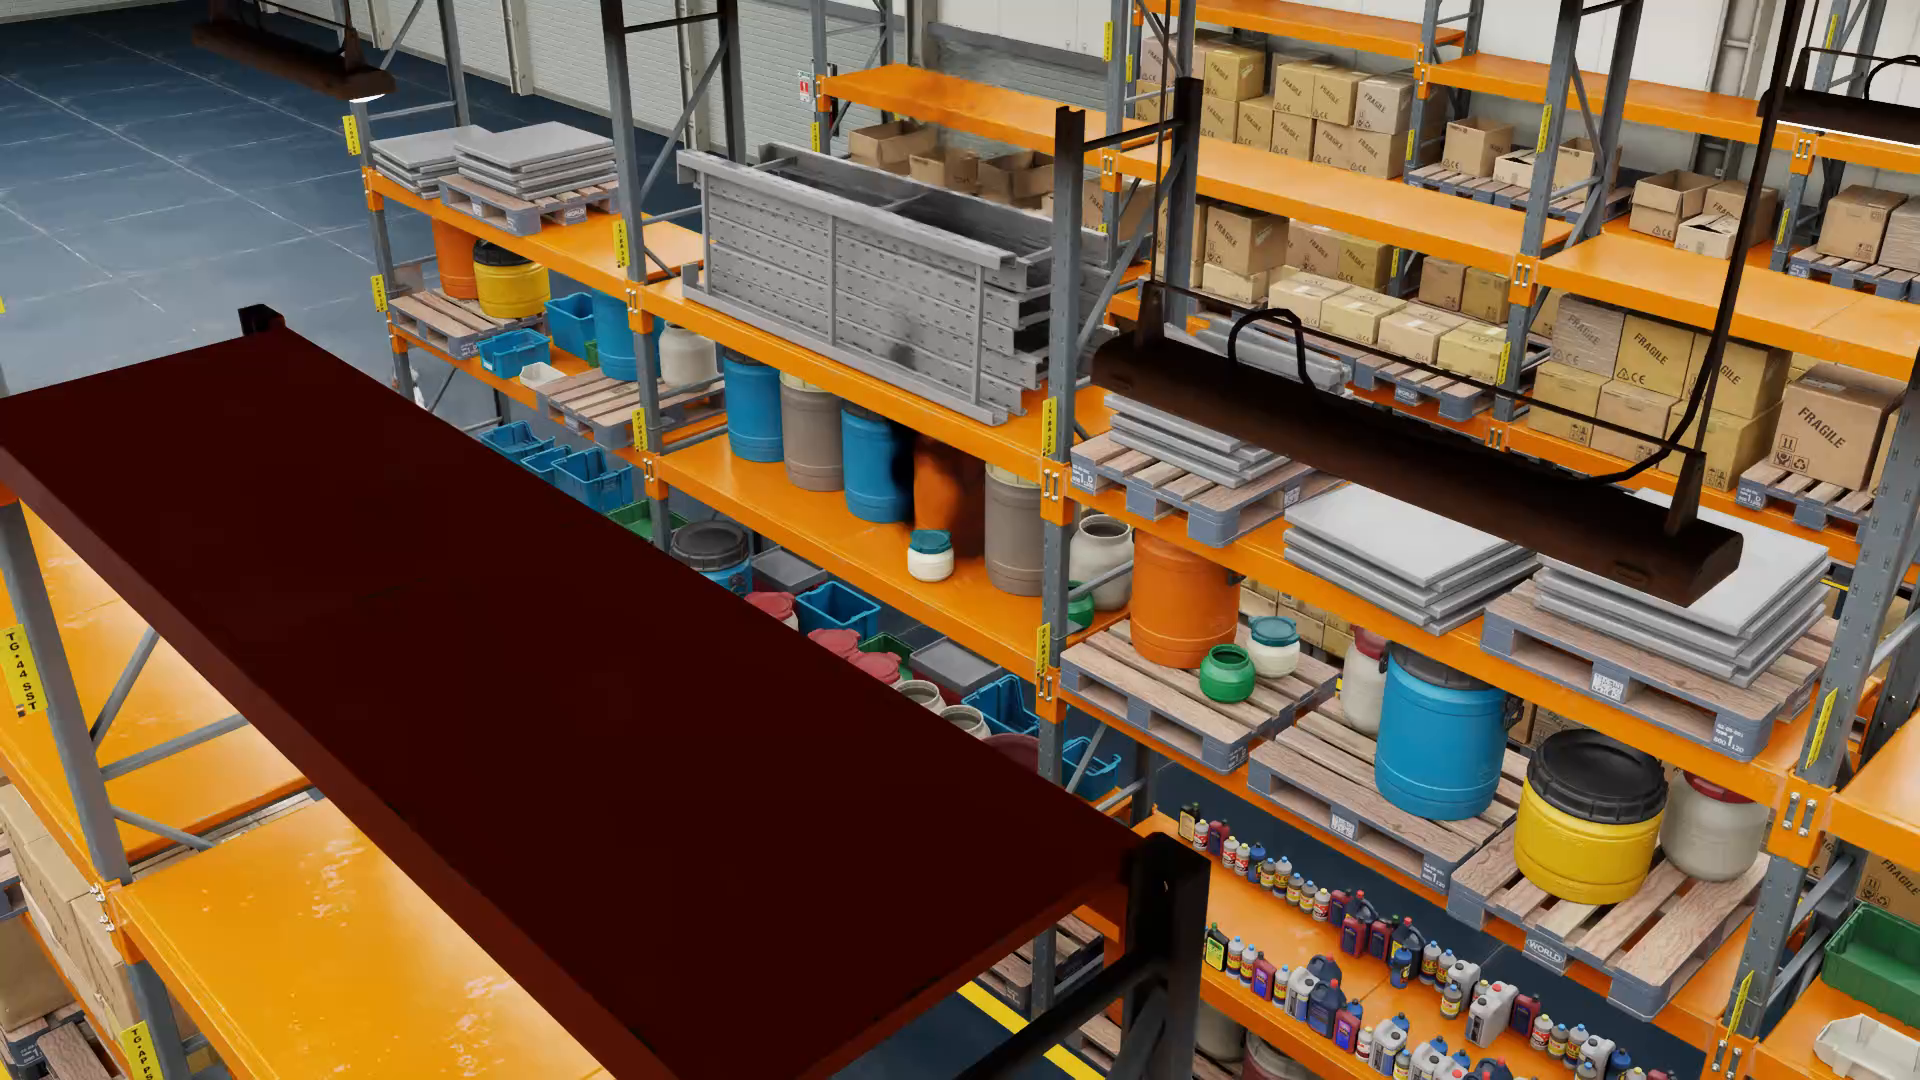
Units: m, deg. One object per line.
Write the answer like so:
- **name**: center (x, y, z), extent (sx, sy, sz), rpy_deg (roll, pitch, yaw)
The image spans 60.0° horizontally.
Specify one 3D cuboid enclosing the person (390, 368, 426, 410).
- **person**: center (-5.504, -1.003, 16.921), extent (0.874, 1.704, 0.591), rpy_deg (-3, 28, -6)
